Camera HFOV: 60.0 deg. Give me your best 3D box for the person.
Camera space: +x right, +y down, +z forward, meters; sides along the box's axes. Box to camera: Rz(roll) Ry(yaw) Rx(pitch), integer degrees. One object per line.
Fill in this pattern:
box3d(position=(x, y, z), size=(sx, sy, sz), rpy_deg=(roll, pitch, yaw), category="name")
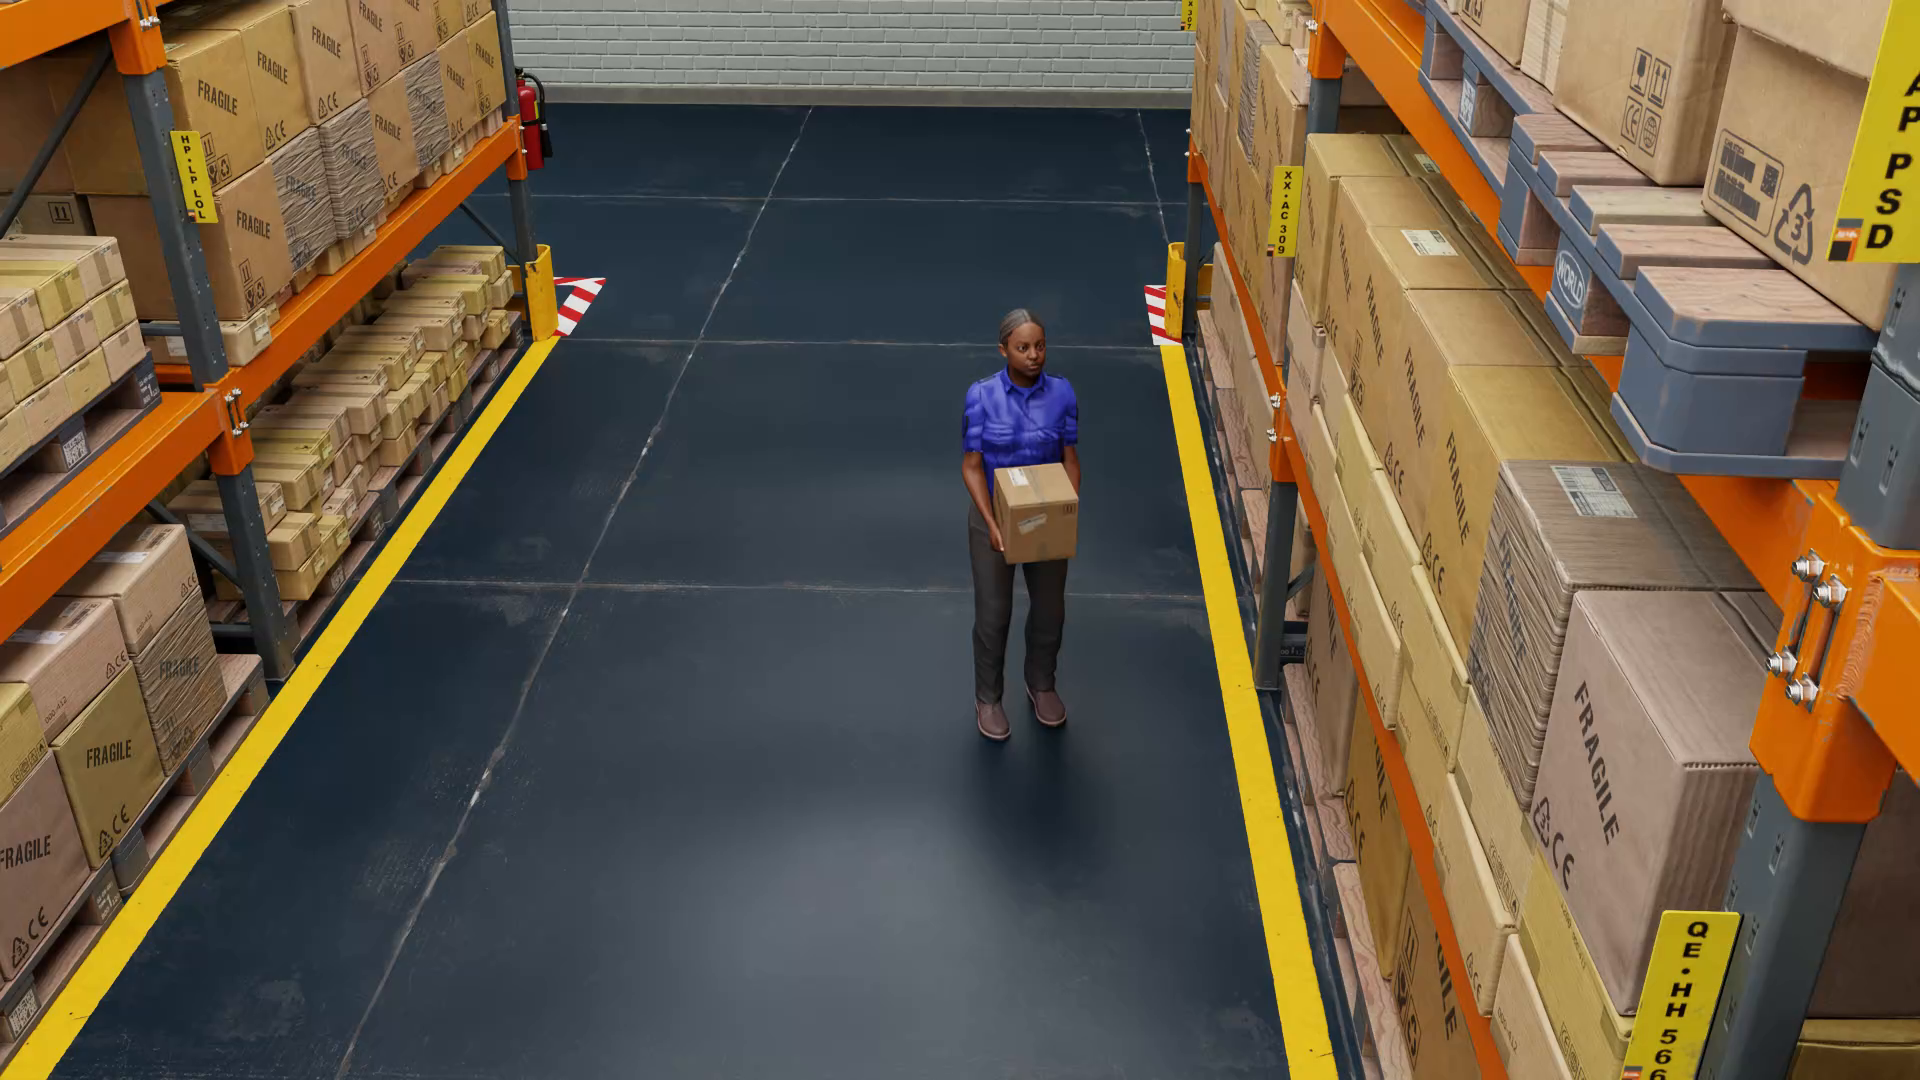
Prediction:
box3d(position=(0.235, -0.024, 6.182), size=(0.449, 1.645, 0.521), rpy_deg=(-5, 29, -10), category="person")
